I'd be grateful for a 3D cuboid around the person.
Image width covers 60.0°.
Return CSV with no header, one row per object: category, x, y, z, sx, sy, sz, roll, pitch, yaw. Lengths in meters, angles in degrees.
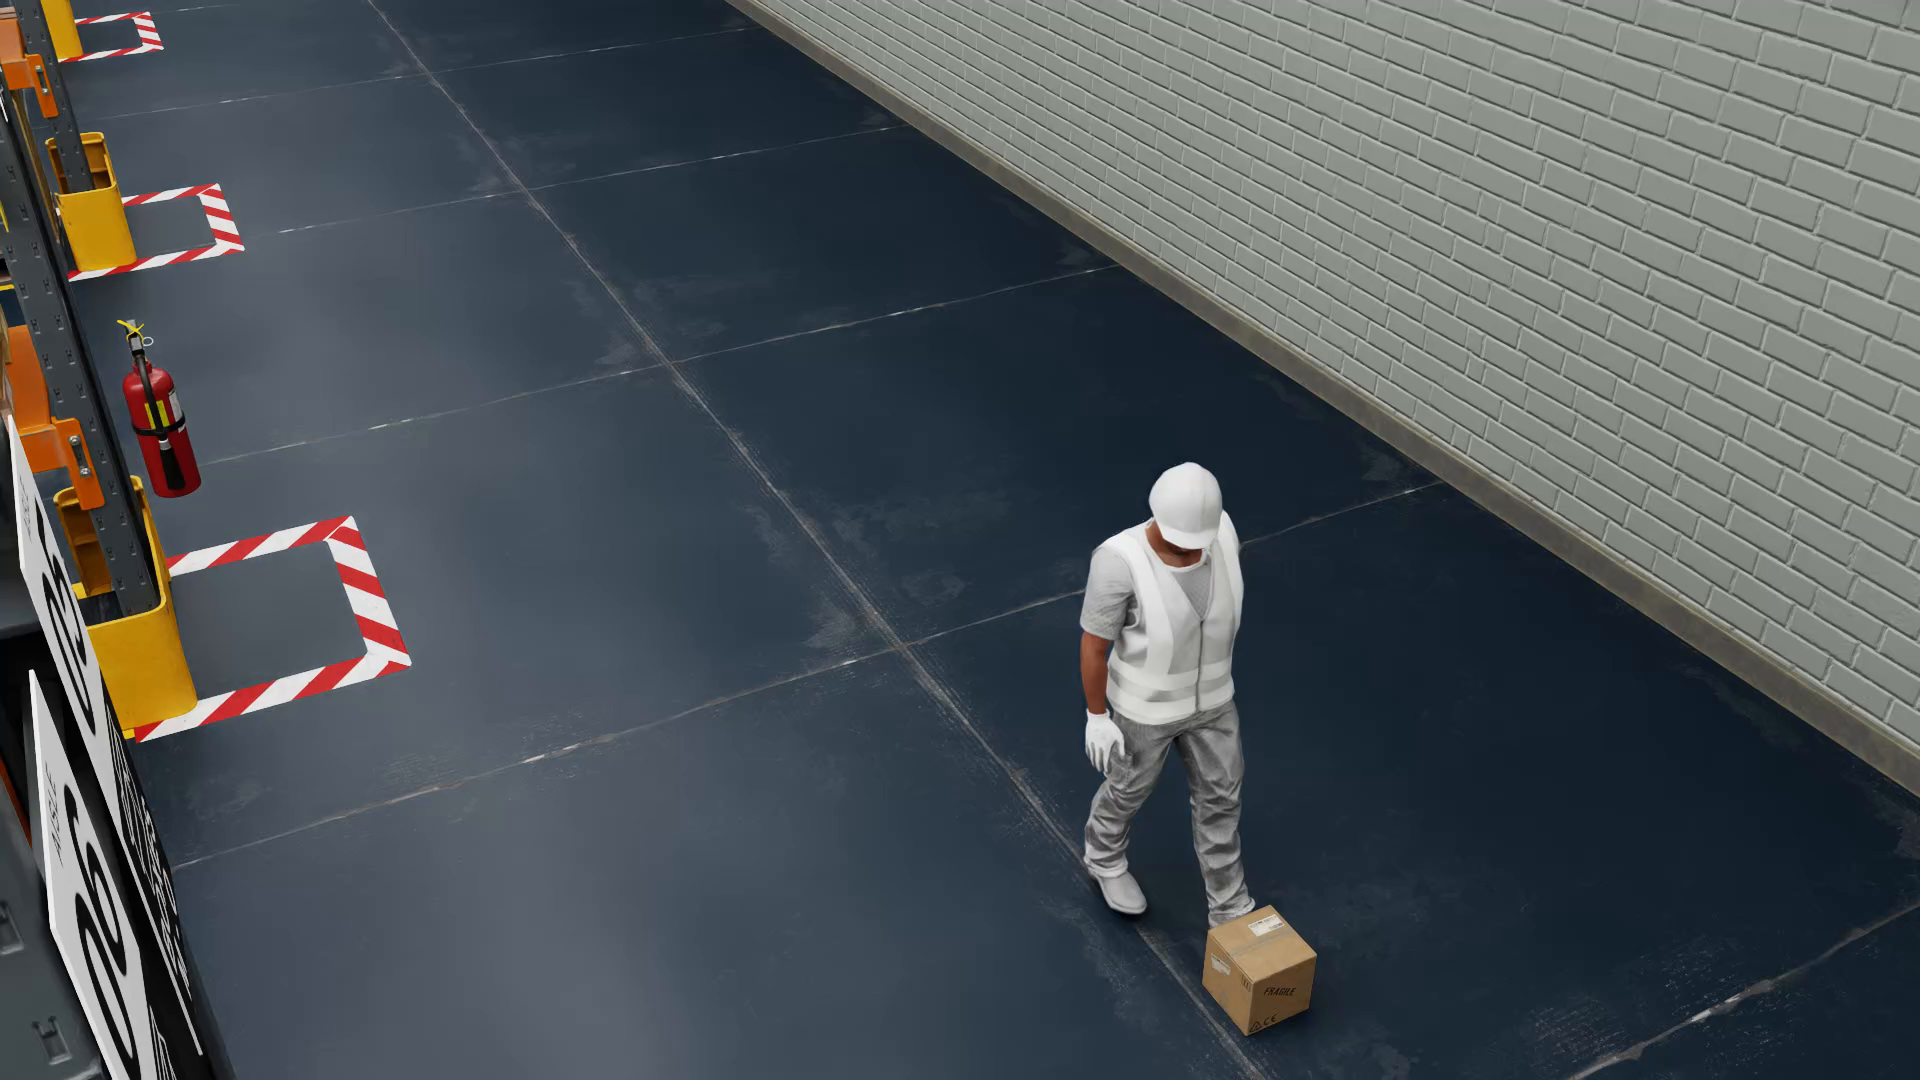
person,0.661,0.208,5.114,0.615,1.054,0.357,-16,36,-23
